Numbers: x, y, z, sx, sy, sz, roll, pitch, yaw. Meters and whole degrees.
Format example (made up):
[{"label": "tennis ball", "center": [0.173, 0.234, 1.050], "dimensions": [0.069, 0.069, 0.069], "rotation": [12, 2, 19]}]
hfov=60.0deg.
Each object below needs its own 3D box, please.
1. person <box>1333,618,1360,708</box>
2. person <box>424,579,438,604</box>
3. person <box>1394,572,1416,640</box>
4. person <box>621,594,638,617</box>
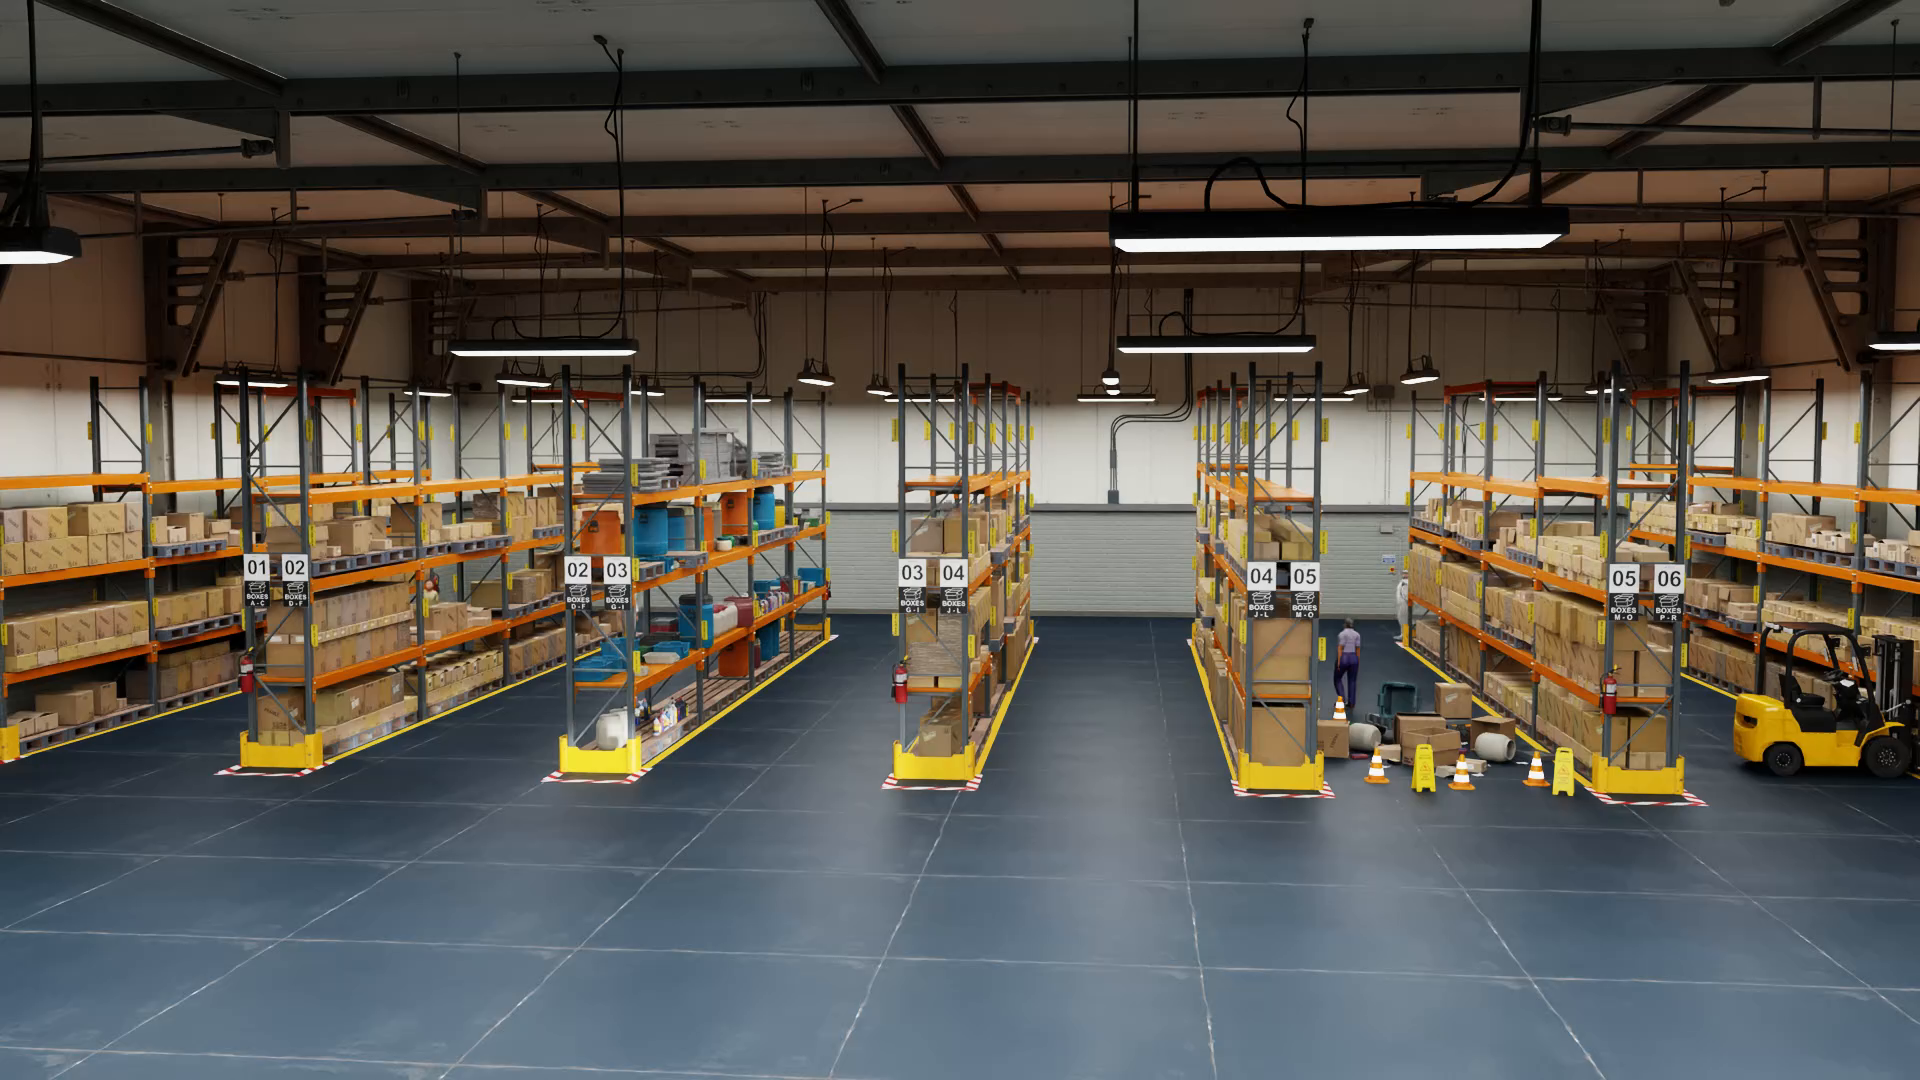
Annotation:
[{"label": "person", "center": [7.073, 2.266, 30.269], "dimensions": [0.494, 1.678, 0.467], "rotation": [-1, 4, -11]}, {"label": "person", "center": [-12.355, 1.710, 38.563], "dimensions": [0.423, 1.612, 1.082], "rotation": [0, 4, 2]}, {"label": "person", "center": [10.809, 1.543, 40.238], "dimensions": [0.630, 1.708, 0.555], "rotation": [0, 4, 1]}, {"label": "person", "center": [-7.559, 1.880, 37.883], "dimensions": [0.432, 1.390, 0.350], "rotation": [0, 4, 2]}]
